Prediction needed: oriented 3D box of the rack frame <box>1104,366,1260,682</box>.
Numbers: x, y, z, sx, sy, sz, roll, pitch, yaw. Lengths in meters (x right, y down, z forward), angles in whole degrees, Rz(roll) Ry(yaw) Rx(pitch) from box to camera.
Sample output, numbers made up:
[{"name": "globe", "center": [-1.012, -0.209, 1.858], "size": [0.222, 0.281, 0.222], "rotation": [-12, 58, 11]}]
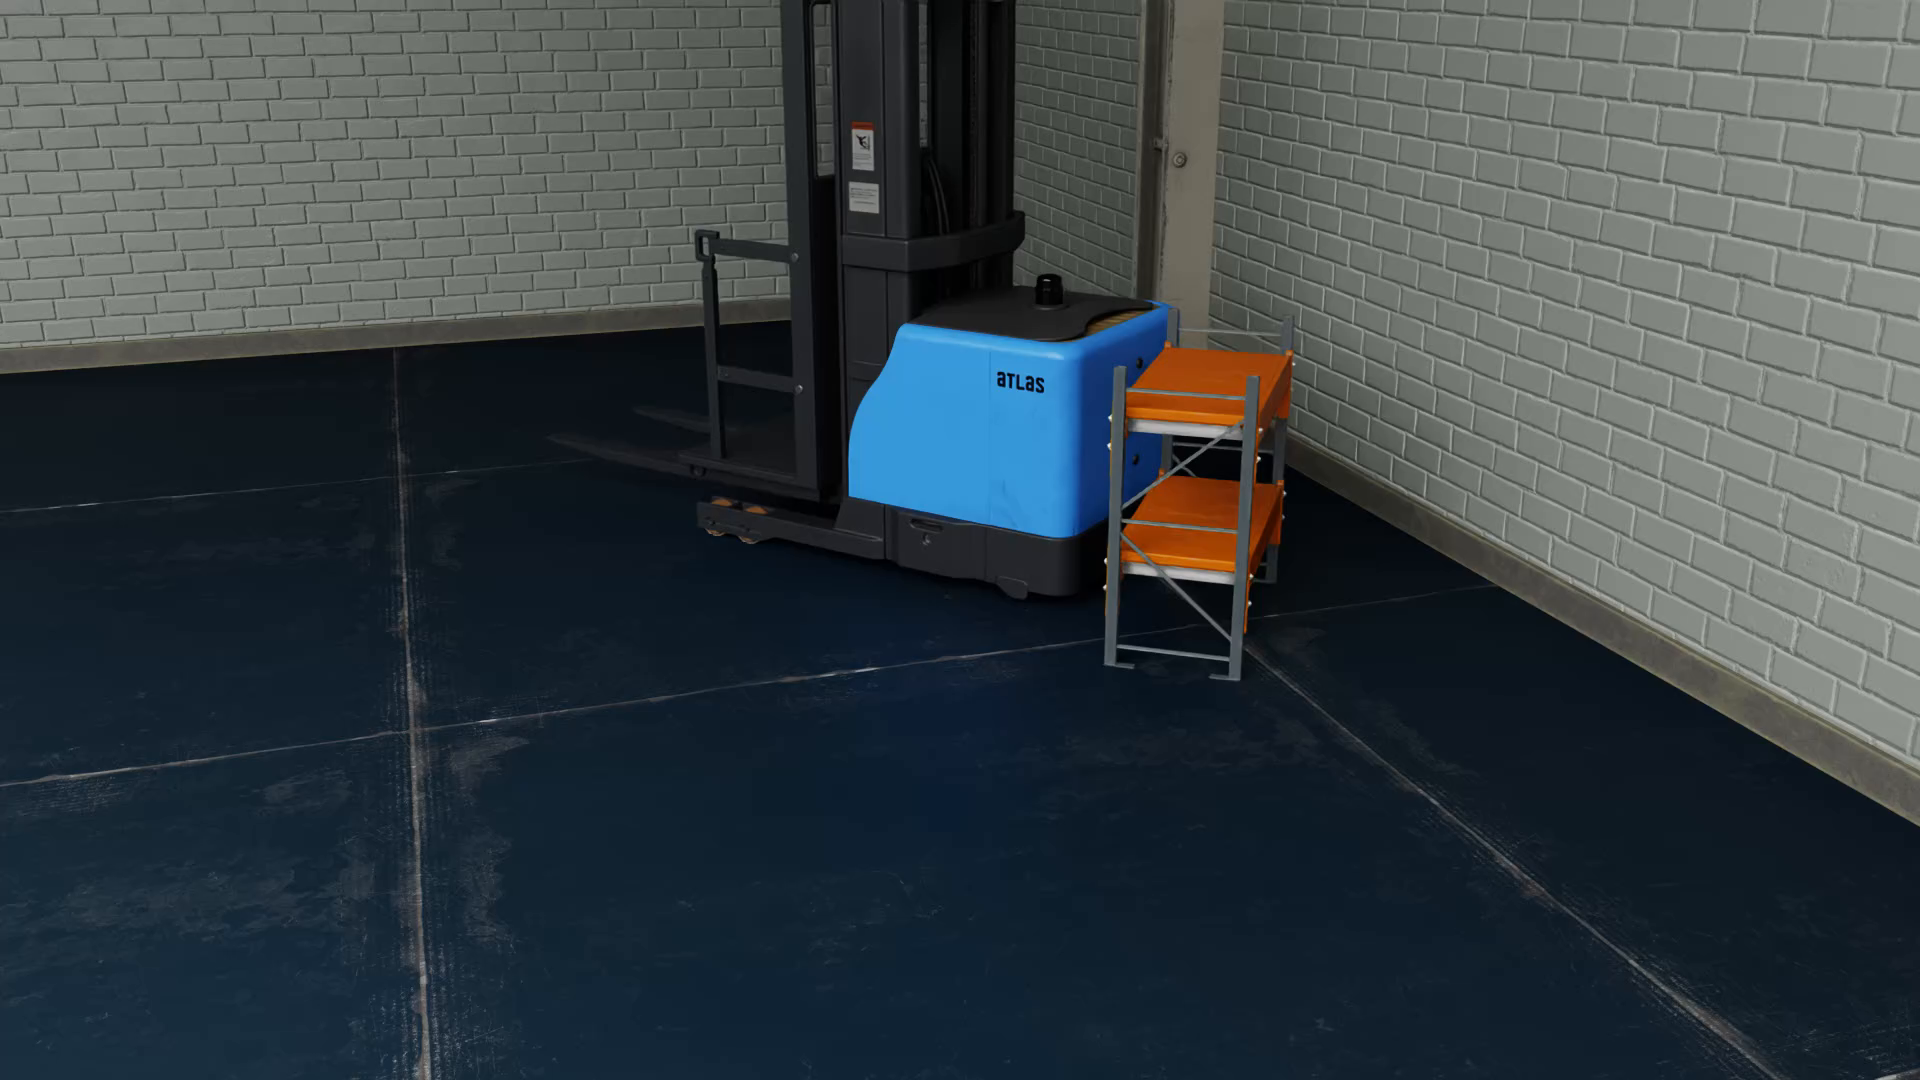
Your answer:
[{"name": "rack frame", "center": [0.775, -0.047, 5.883], "size": [0.500, 1.125, 0.032], "rotation": [6, 21, 16]}]

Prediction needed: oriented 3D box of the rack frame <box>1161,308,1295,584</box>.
[{"name": "rack frame", "center": [1.076, -0.375, 6.797], "size": [0.500, 1.125, 0.032], "rotation": [6, 21, 16]}]

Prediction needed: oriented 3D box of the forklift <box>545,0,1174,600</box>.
[{"name": "forklift", "center": [-0.580, -1.498, 7.250], "size": [3.031, 2.935, 1.130], "rotation": [12, 23, 30]}]

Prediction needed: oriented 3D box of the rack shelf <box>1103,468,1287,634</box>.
[{"name": "rack shelf", "center": [0.925, 0.019, 6.423], "size": [0.538, 0.278, 1.000], "rotation": [6, 21, 16]}]

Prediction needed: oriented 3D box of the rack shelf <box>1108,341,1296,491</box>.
[{"name": "rack shelf", "center": [0.925, -0.486, 6.241], "size": [0.538, 0.278, 1.000], "rotation": [6, 21, 16]}]

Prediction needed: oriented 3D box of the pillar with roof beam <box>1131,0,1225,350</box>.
[{"name": "pillar with roof beam", "center": [-2.910, -4.539, 6.742], "size": [9.100, 9.000, 0.400], "rotation": [-6, 21, -17]}]

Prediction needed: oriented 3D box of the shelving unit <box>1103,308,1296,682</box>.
[{"name": "shelving unit", "center": [0.925, -0.211, 6.340], "size": [0.538, 1.125, 1.048], "rotation": [6, 21, 16]}]
